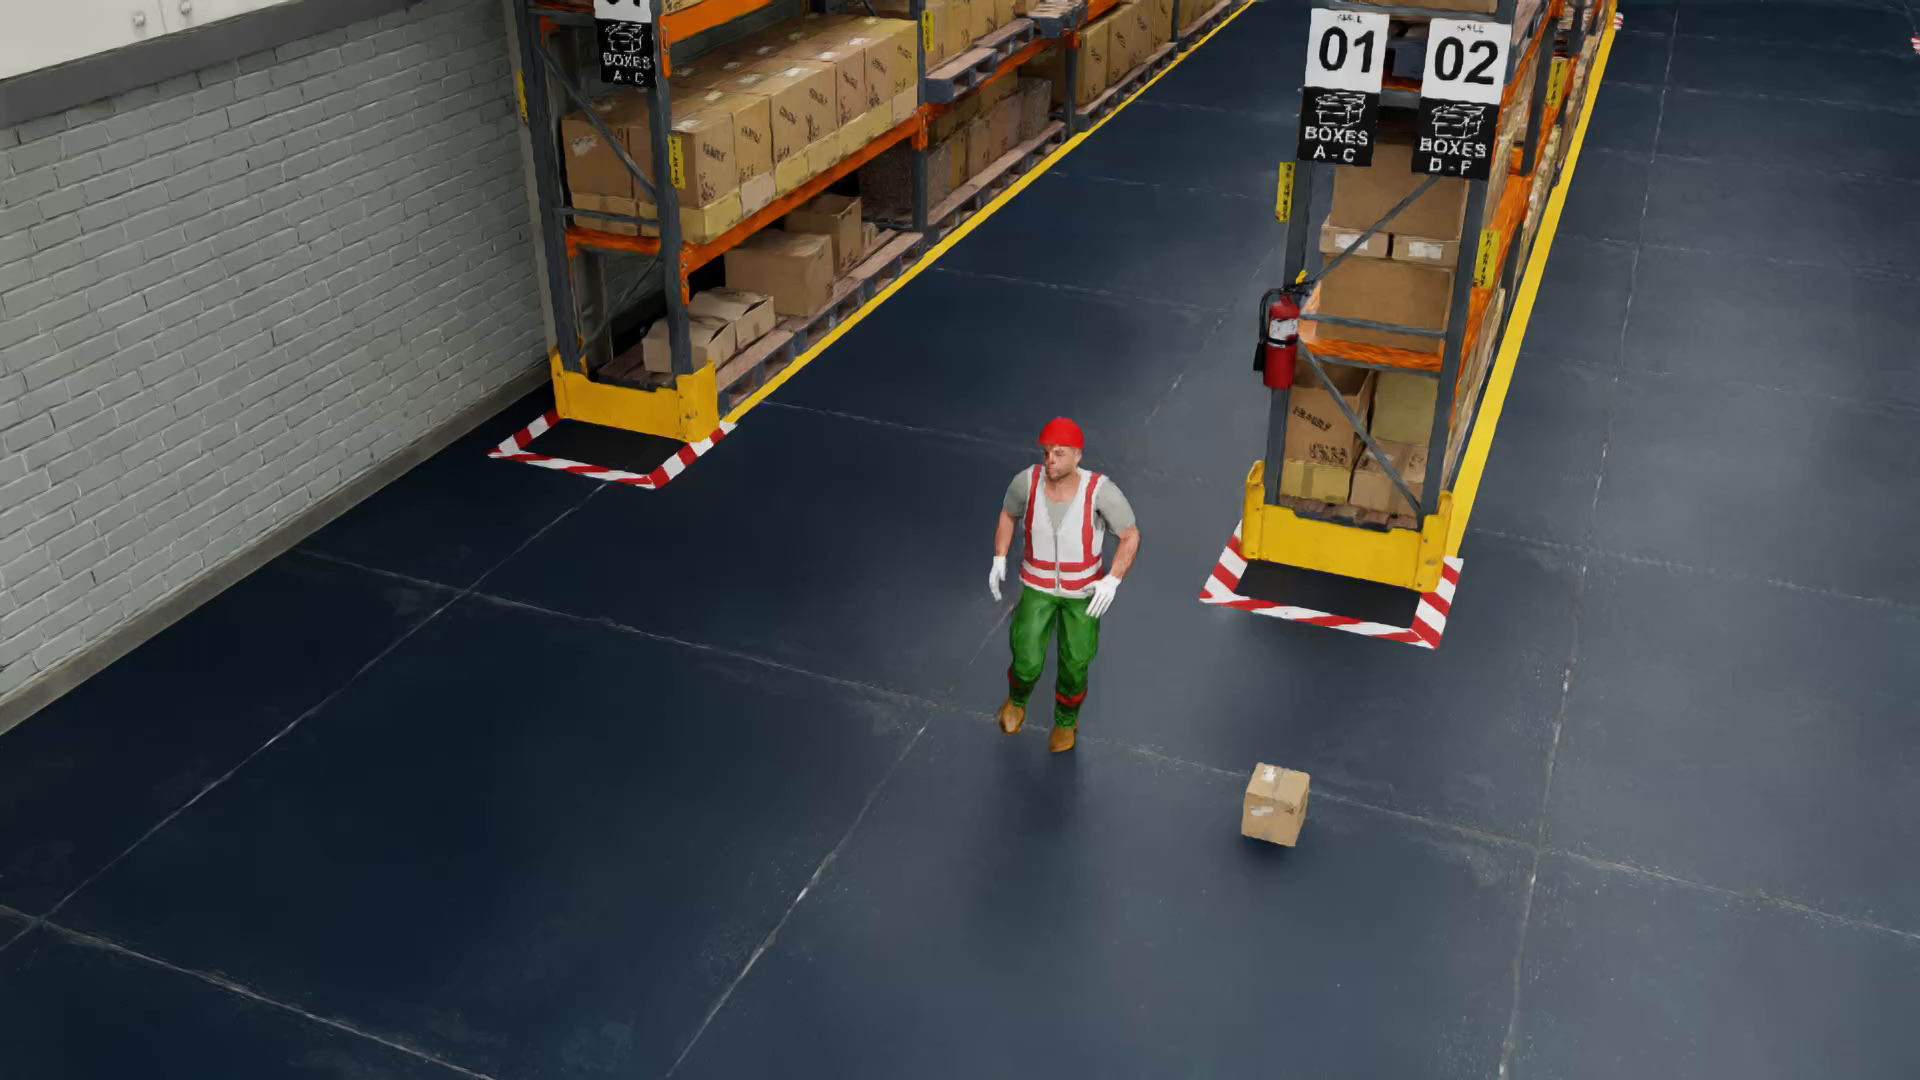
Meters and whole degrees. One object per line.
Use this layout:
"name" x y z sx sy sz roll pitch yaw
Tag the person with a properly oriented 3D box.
"person" 0.488 0.247 7.972 0.711 1.752 0.513 4 30 7
